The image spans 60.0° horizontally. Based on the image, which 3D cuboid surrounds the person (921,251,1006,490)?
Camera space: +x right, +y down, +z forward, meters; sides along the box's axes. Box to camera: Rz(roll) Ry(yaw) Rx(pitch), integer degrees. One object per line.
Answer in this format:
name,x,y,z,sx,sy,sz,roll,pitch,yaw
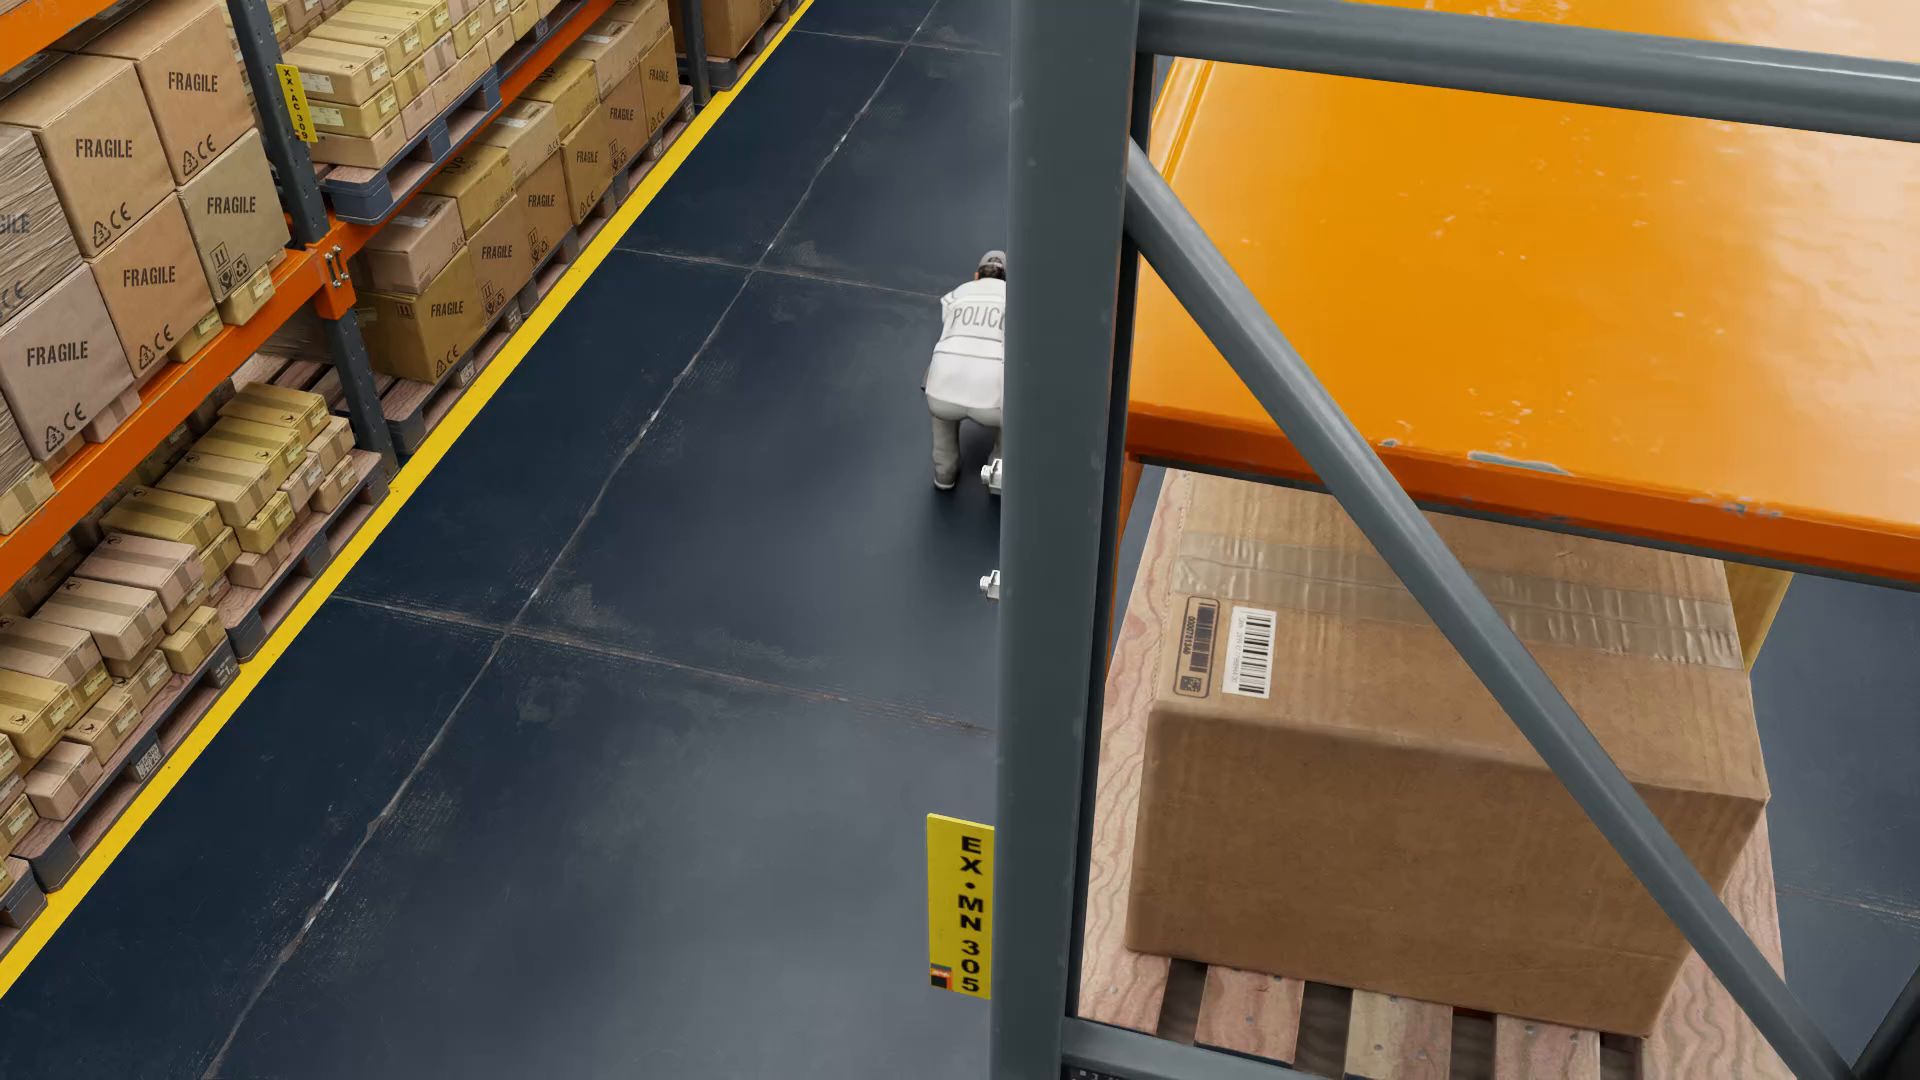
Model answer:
person,0.107,-0.736,7.713,0.514,0.944,0.920,9,42,10
